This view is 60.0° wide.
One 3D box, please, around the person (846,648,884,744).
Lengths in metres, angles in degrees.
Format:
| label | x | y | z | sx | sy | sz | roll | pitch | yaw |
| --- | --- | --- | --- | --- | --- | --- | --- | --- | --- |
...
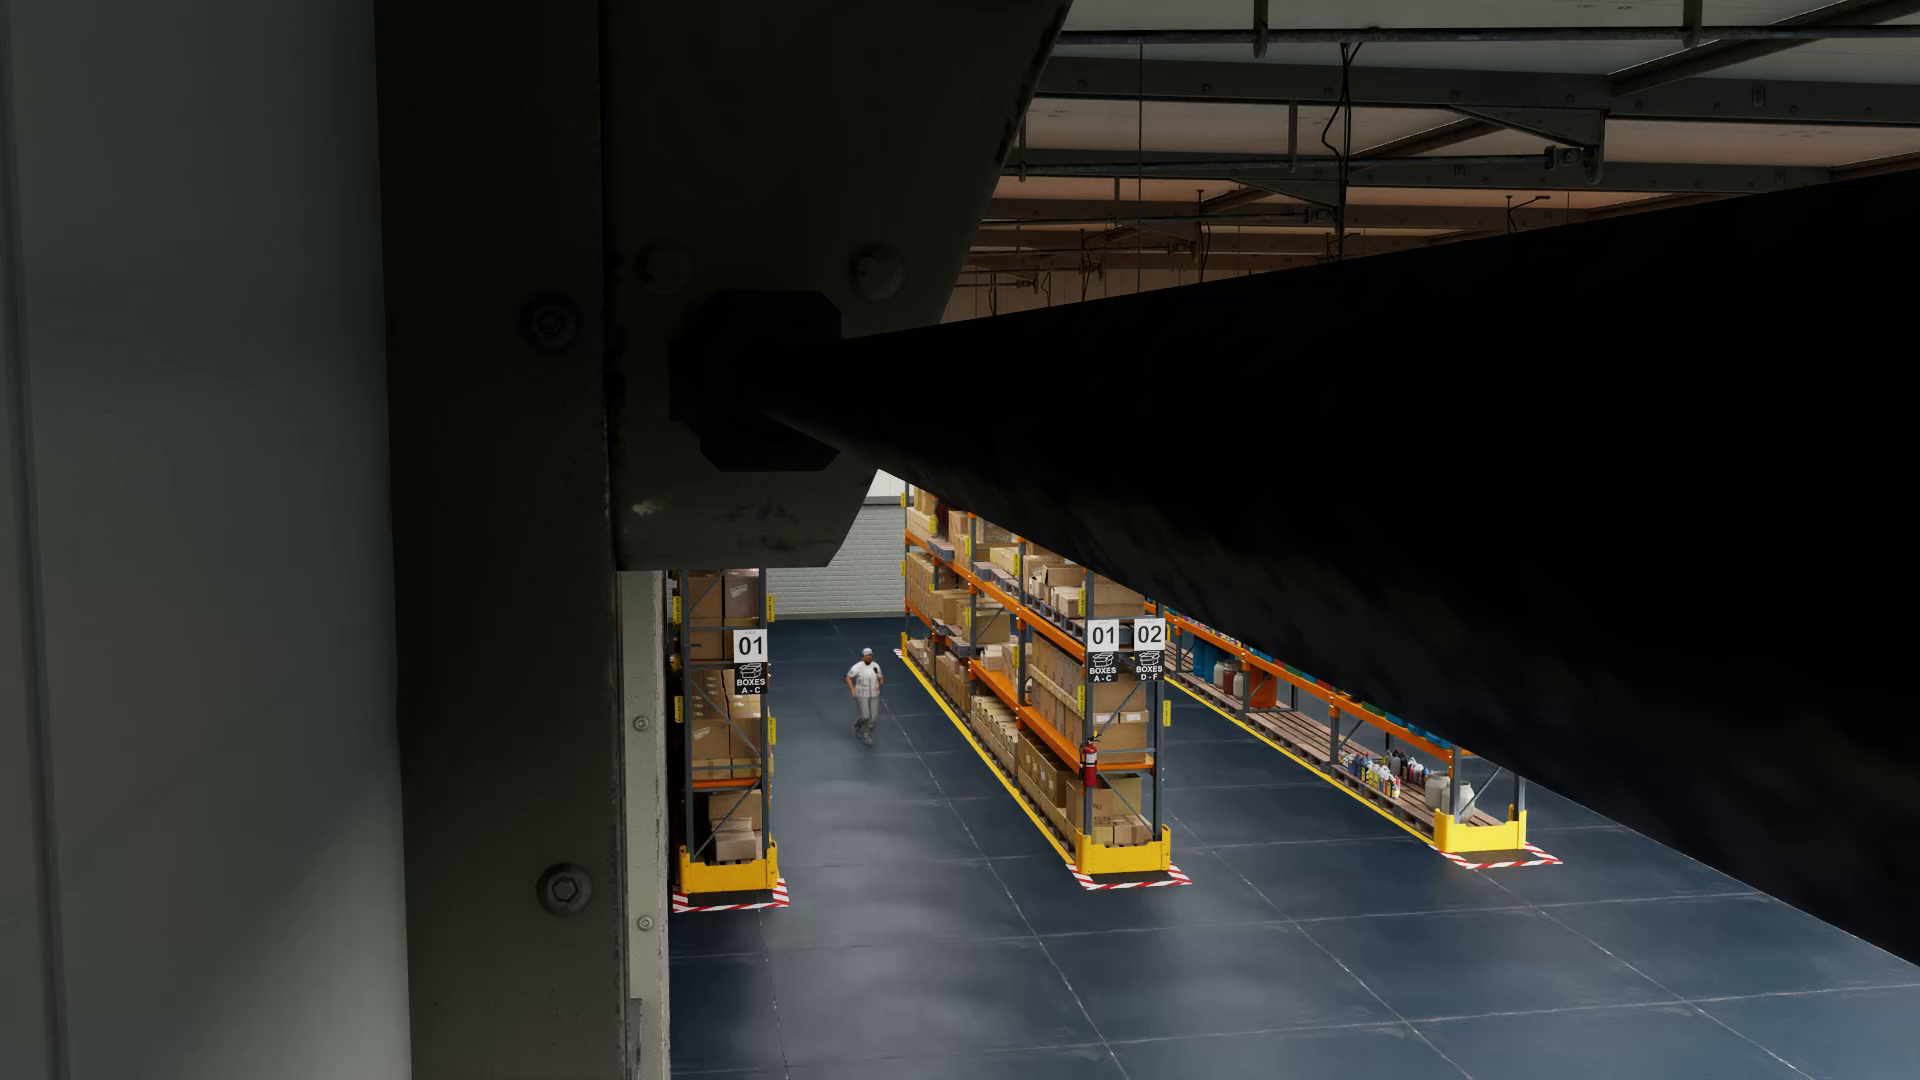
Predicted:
| label | x | y | z | sx | sy | sz | roll | pitch | yaw |
| --- | --- | --- | --- | --- | --- | --- | --- | --- | --- |
| person | -1.551 | 2.630 | 27.929 | 0.606 | 1.626 | 0.537 | -2 | 6 | -22 |
